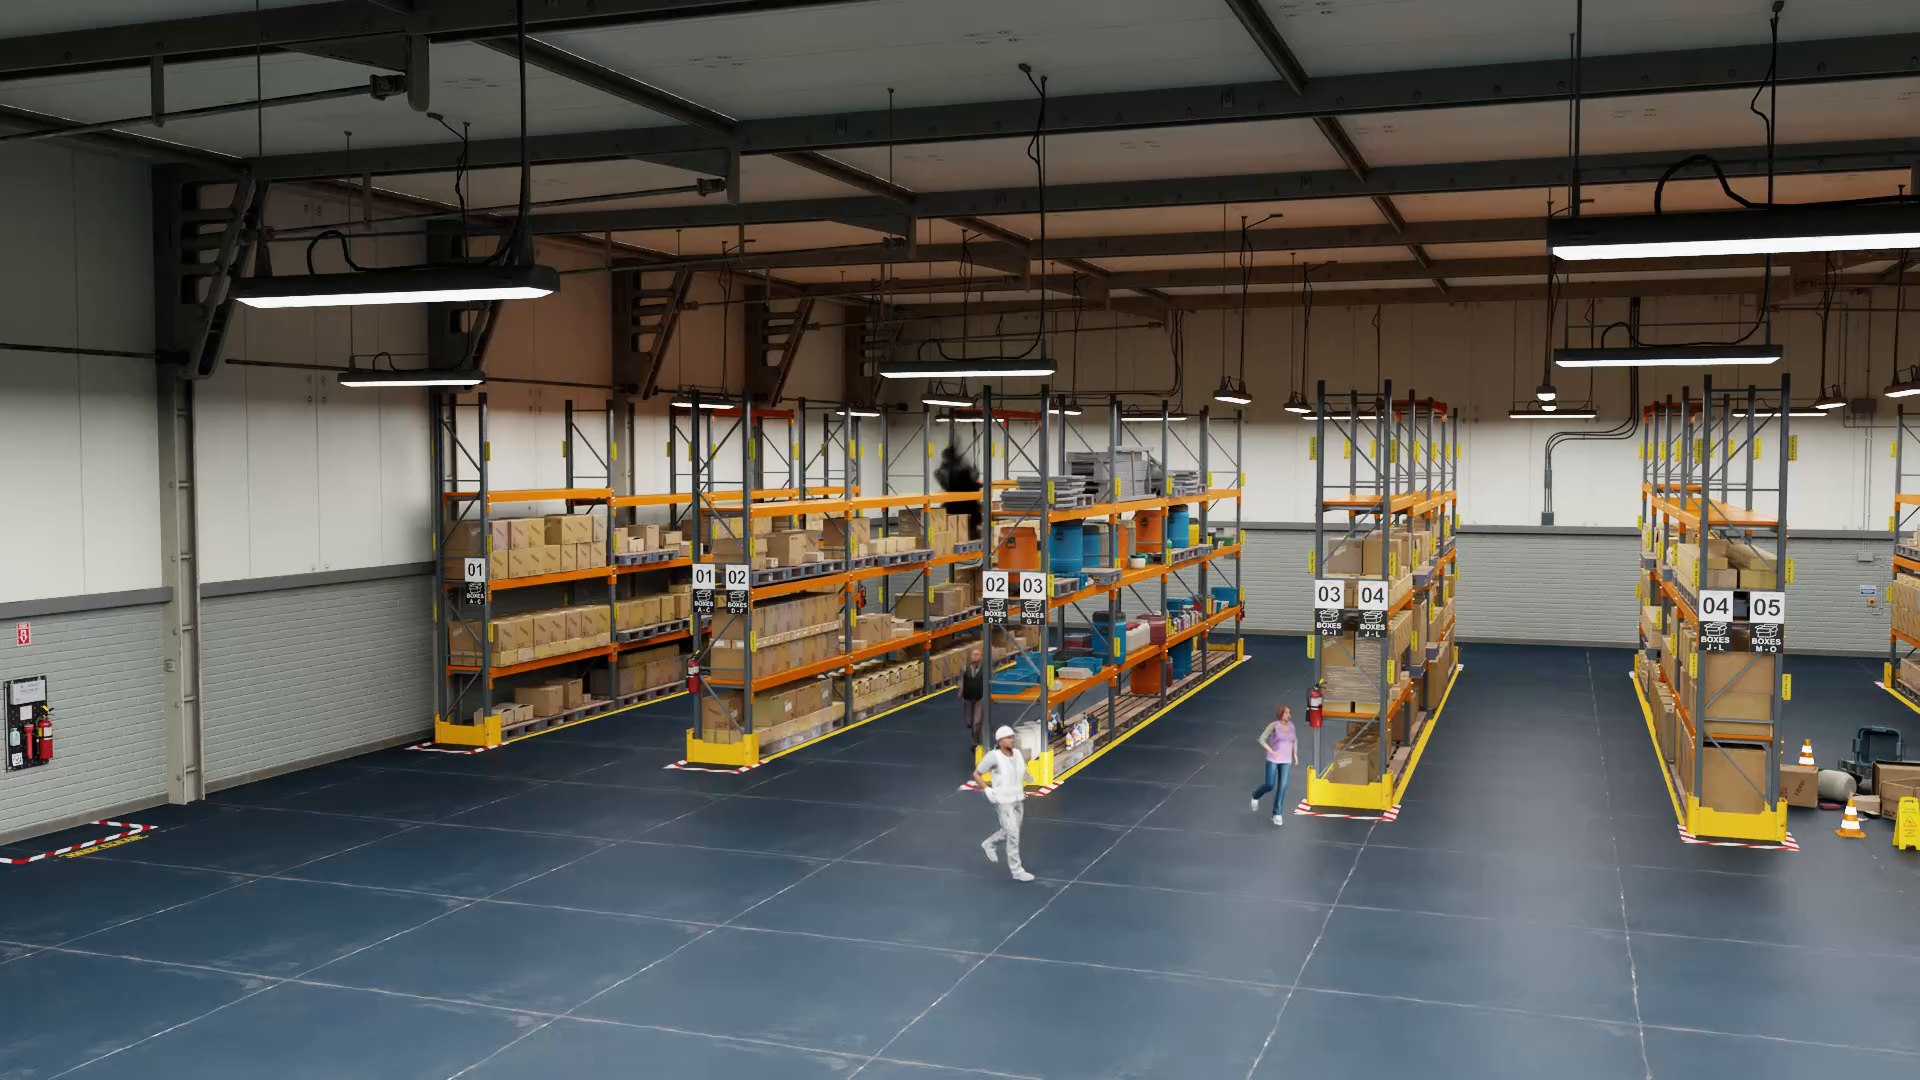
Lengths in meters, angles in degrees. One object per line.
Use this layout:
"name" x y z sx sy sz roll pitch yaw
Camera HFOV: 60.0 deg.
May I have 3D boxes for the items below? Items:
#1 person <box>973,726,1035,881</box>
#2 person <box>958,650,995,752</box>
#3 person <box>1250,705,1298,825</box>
"person" 0.545 3.068 19.543 0.696 1.764 0.955 -3 4 -44
"person" 0.282 2.682 27.941 0.666 1.690 0.717 1 3 14
"person" 4.345 3.014 22.557 0.601 1.554 0.839 -1 3 -14
